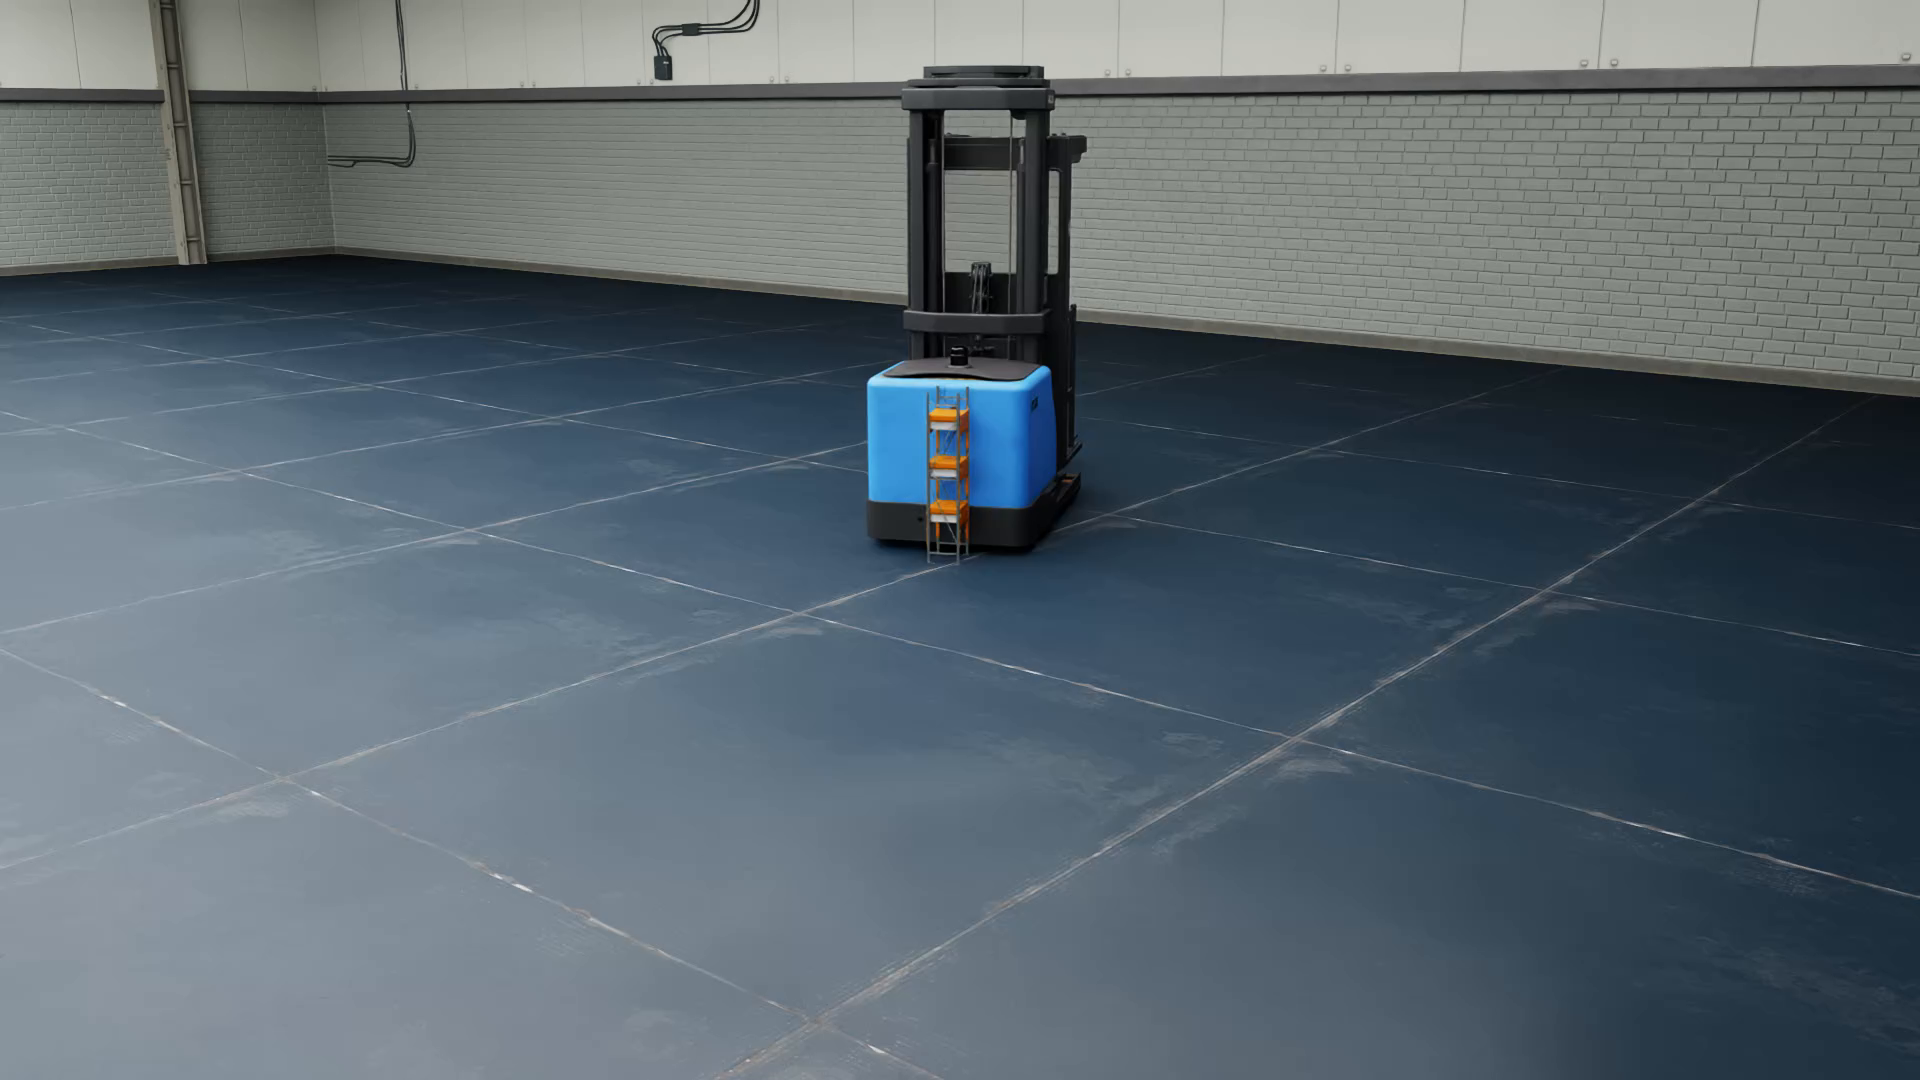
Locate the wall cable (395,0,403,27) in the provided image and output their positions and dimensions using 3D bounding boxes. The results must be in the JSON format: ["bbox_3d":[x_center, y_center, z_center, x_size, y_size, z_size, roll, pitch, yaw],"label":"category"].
[{"bbox_3d":[-9.156,-10.333,29.071,3.097,2.526,0.112,11,18,38],"label":"wall cable"}]

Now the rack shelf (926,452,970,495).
[{"bbox_3d":[-0.073,-0.377,10.017,0.215,0.259,0.240,3,15,13],"label":"rack shelf"}]

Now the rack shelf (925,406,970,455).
[{"bbox_3d":[-0.073,-0.652,9.948,0.215,0.259,0.240,3,15,13],"label":"rack shelf"}]

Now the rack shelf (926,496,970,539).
[{"bbox_3d":[-0.073,-0.108,10.086,0.215,0.259,0.240,3,15,13],"label":"rack shelf"}]

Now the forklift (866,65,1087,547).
[{"bbox_3d":[0.244,-1.697,11.348,1.130,2.935,3.031,3,15,13],"label":"forklift"}]

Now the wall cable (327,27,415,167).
[{"bbox_3d":[-11.260,-8.304,31.341,3.097,2.526,0.112,11,18,38],"label":"wall cable"}]

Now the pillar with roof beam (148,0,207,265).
[{"bbox_3d":[-10.791,-8.783,26.921,9.100,9.000,0.400,11,18,38],"label":"pillar with roof beam"}]

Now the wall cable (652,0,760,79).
[{"bbox_3d":[-3.886,-9.985,24.745,2.305,6.003,0.169,11,18,38],"label":"wall cable"}]

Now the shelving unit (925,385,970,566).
[{"bbox_3d":[-0.073,-0.387,10.015,0.215,1.050,0.252,3,15,13],"label":"shelving unit"}]

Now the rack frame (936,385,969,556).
[{"bbox_3d":[-0.045,-0.416,10.130,0.200,1.050,0.008,3,15,13],"label":"rack frame"}]

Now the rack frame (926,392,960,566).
[{"bbox_3d":[-0.100,-0.358,9.900,0.200,1.050,0.008,3,15,13],"label":"rack frame"}]
